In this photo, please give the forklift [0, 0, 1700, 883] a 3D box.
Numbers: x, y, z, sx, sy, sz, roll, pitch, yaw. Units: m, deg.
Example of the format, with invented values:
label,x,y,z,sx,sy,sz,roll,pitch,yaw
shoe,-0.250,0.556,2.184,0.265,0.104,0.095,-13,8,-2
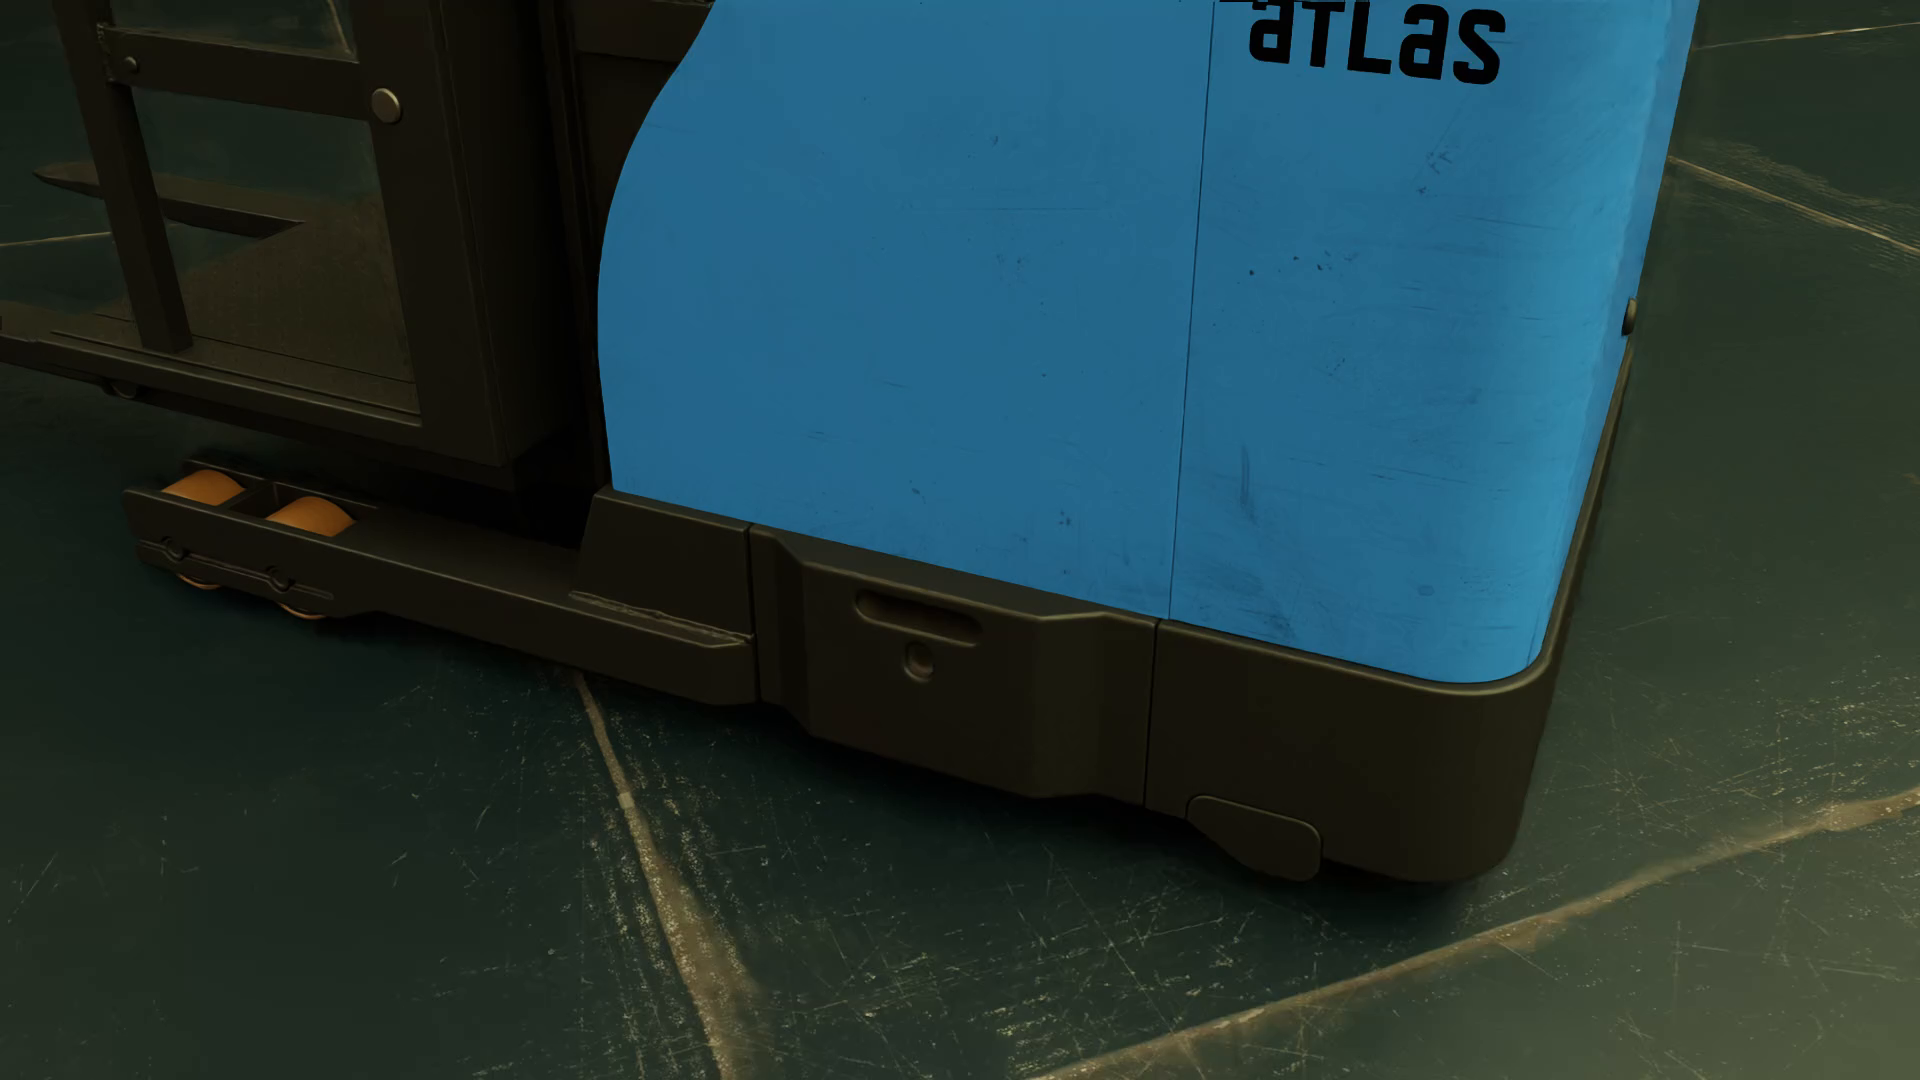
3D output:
label,x,y,z,sx,sy,sz,roll,pitch,yaw
forklift,-0.611,-1.386,1.971,3.031,2.935,1.130,13,32,21
